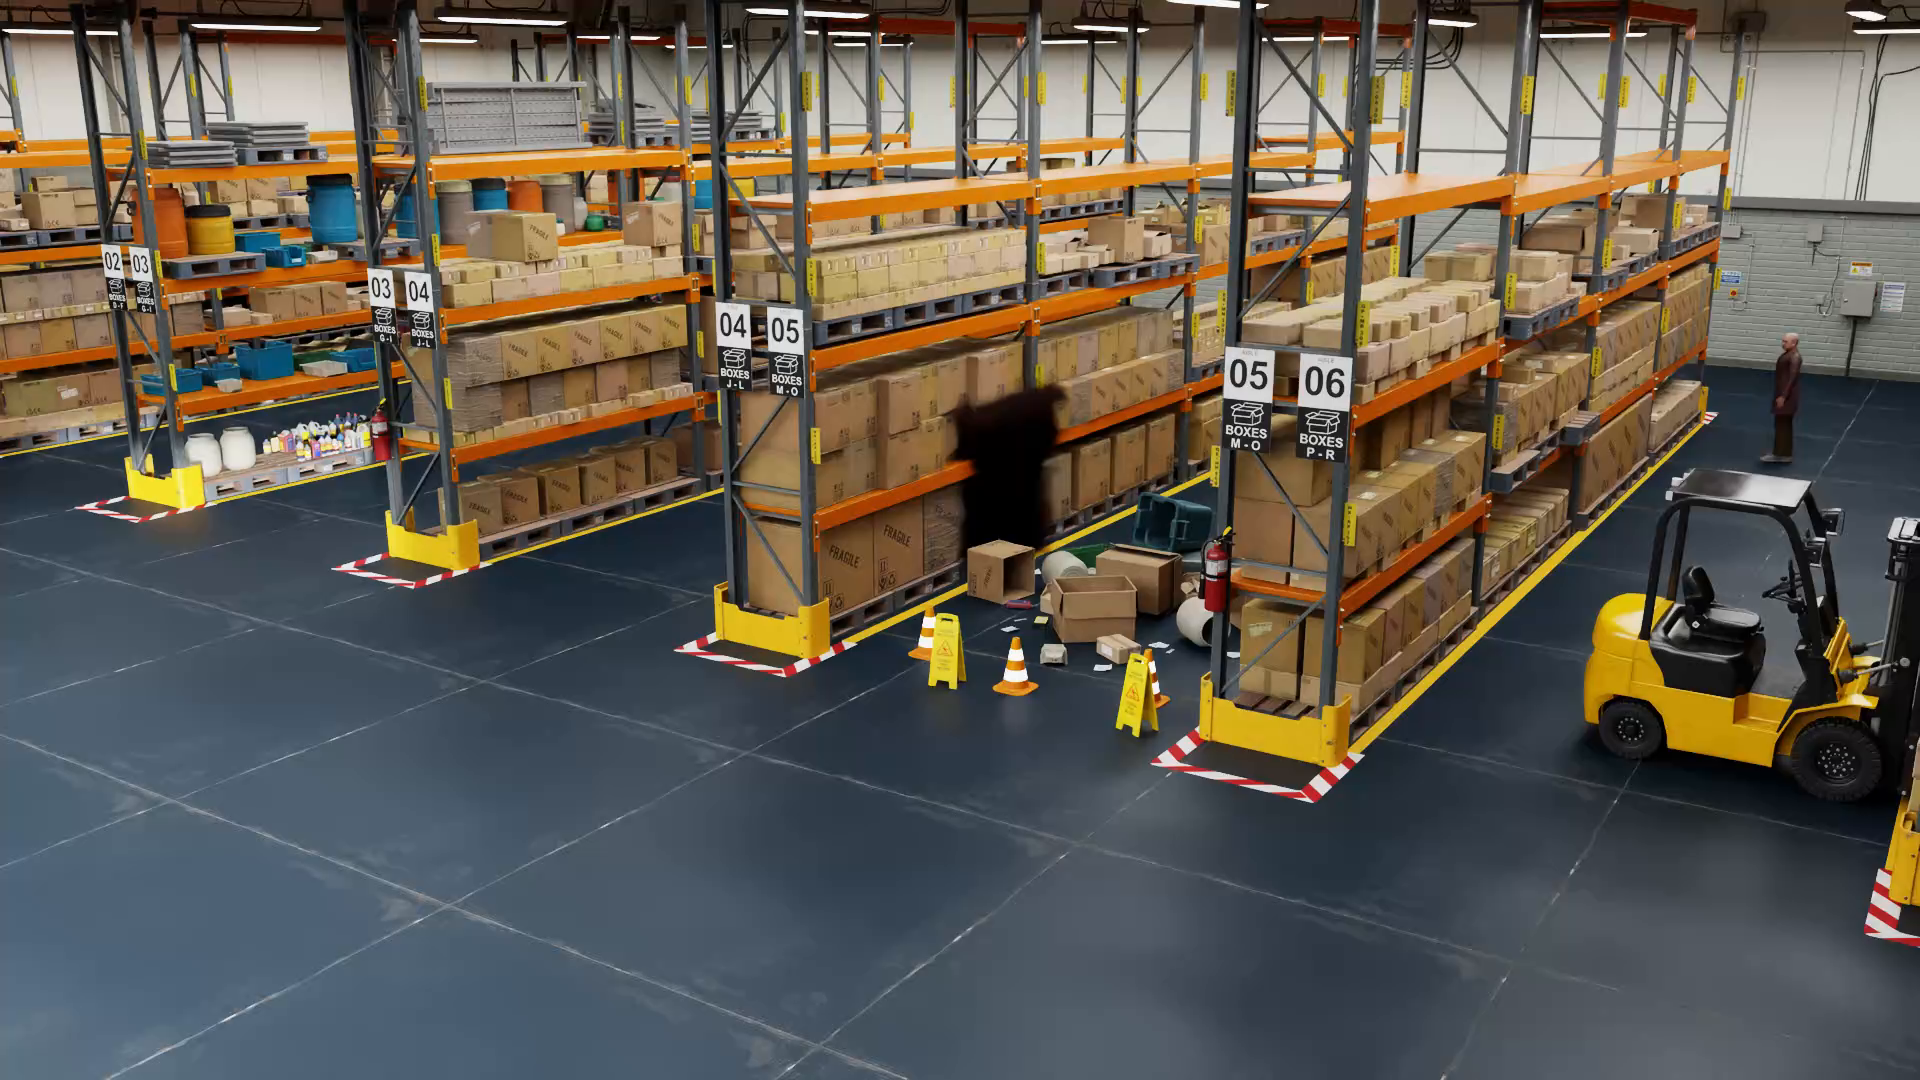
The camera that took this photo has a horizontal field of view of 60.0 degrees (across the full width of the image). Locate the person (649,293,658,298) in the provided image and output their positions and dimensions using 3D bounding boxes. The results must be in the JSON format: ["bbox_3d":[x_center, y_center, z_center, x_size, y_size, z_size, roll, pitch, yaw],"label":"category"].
[{"bbox_3d":[-5.922,-4.743,33.153,0.496,1.687,1.012,11,19,35],"label":"person"}]

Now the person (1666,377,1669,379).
[{"bbox_3d":[12.051,-3.446,28.586,0.465,1.612,0.384,11,19,34],"label":"person"}]

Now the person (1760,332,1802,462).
[{"bbox_3d":[11.382,-1.977,22.958,0.389,1.785,0.604,8,18,28],"label":"person"}]

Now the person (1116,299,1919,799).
[{"bbox_3d":[5.289,-1.025,19.744,13.973,1.740,11.885,10,19,33],"label":"person"}]
